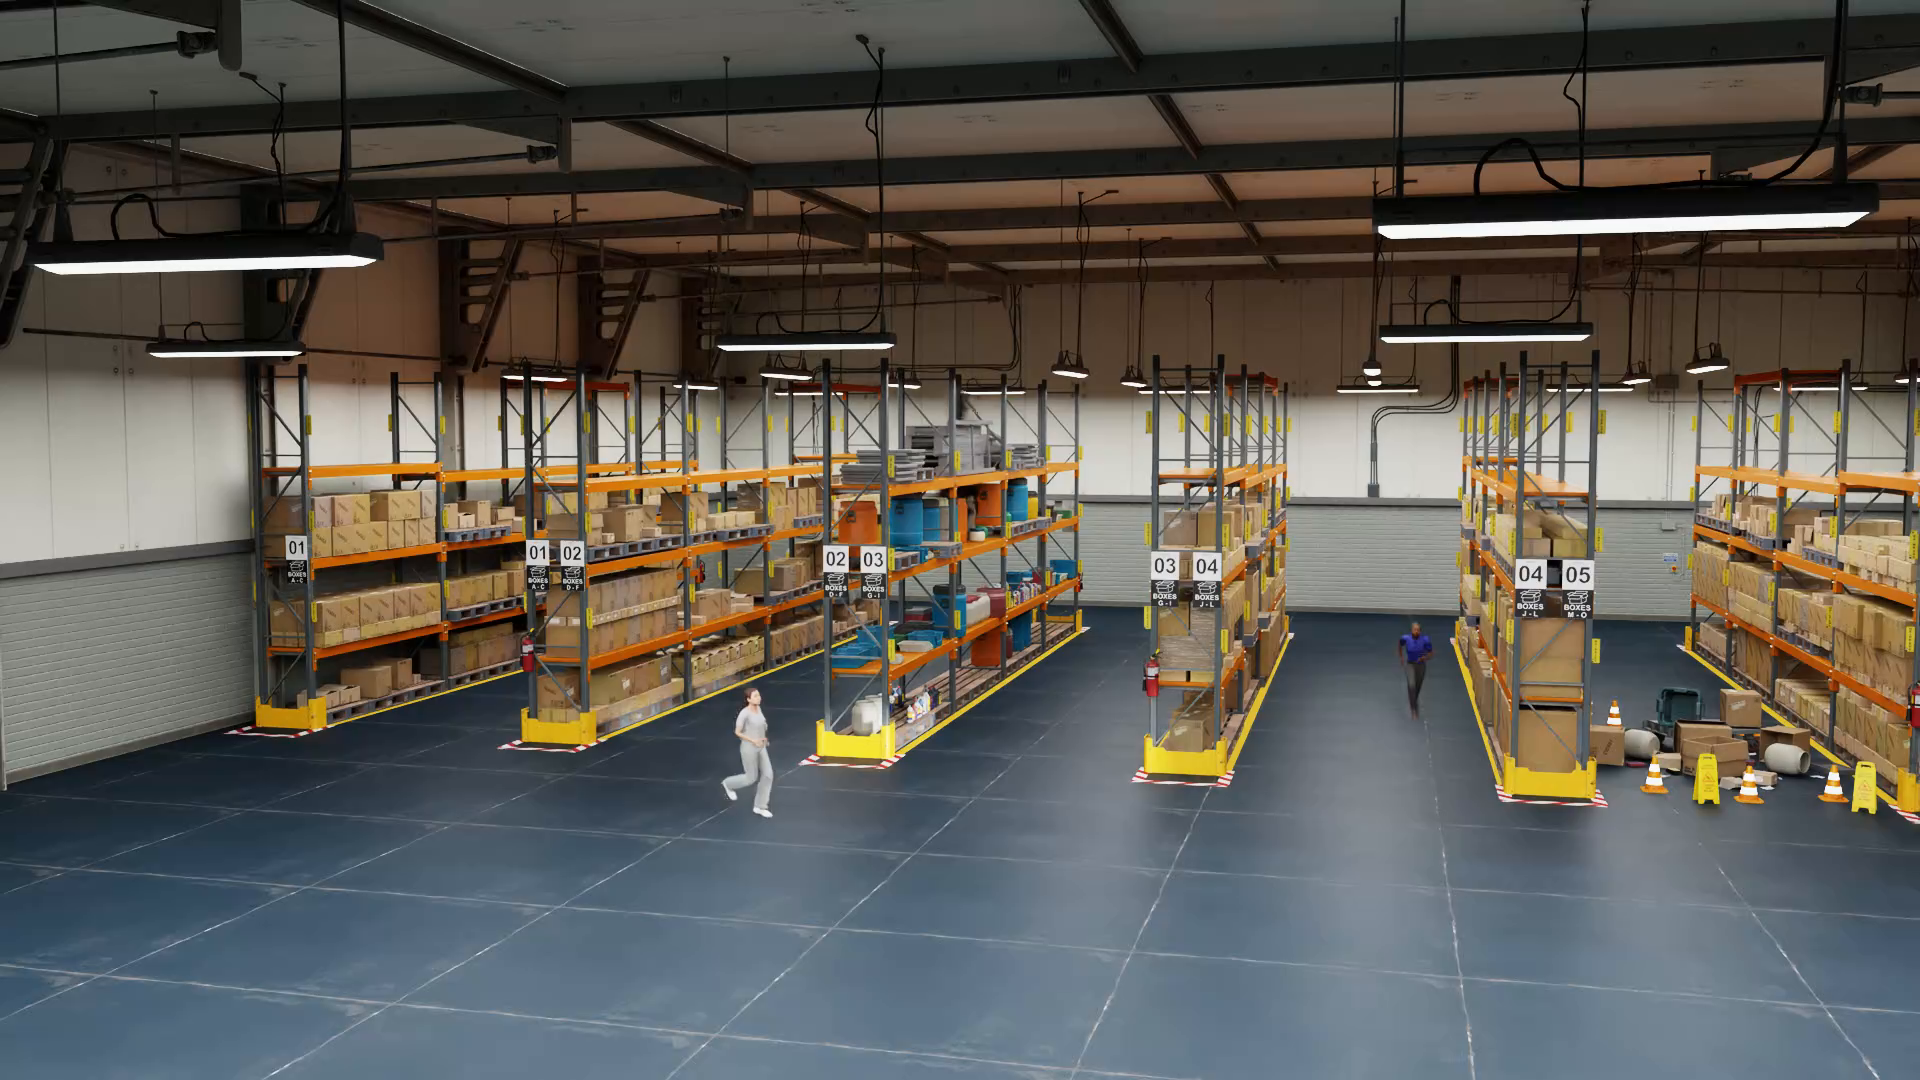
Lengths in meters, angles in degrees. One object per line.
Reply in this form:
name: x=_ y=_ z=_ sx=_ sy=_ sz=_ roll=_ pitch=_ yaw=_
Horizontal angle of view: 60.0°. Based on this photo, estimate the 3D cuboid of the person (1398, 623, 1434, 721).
person: x=7.833 y=2.227 z=28.606 sx=0.580 sy=1.660 sz=1.046 roll=1 pitch=4 yaw=9

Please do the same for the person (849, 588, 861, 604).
person: x=-2.823 y=1.175 z=43.080 sx=0.582 sy=1.723 sz=0.700 roll=2 pitch=4 yaw=22

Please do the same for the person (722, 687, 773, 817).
person: x=-2.715 y=2.721 z=21.472 sx=0.797 sy=1.667 sz=0.576 roll=3 pitch=5 yaw=34
